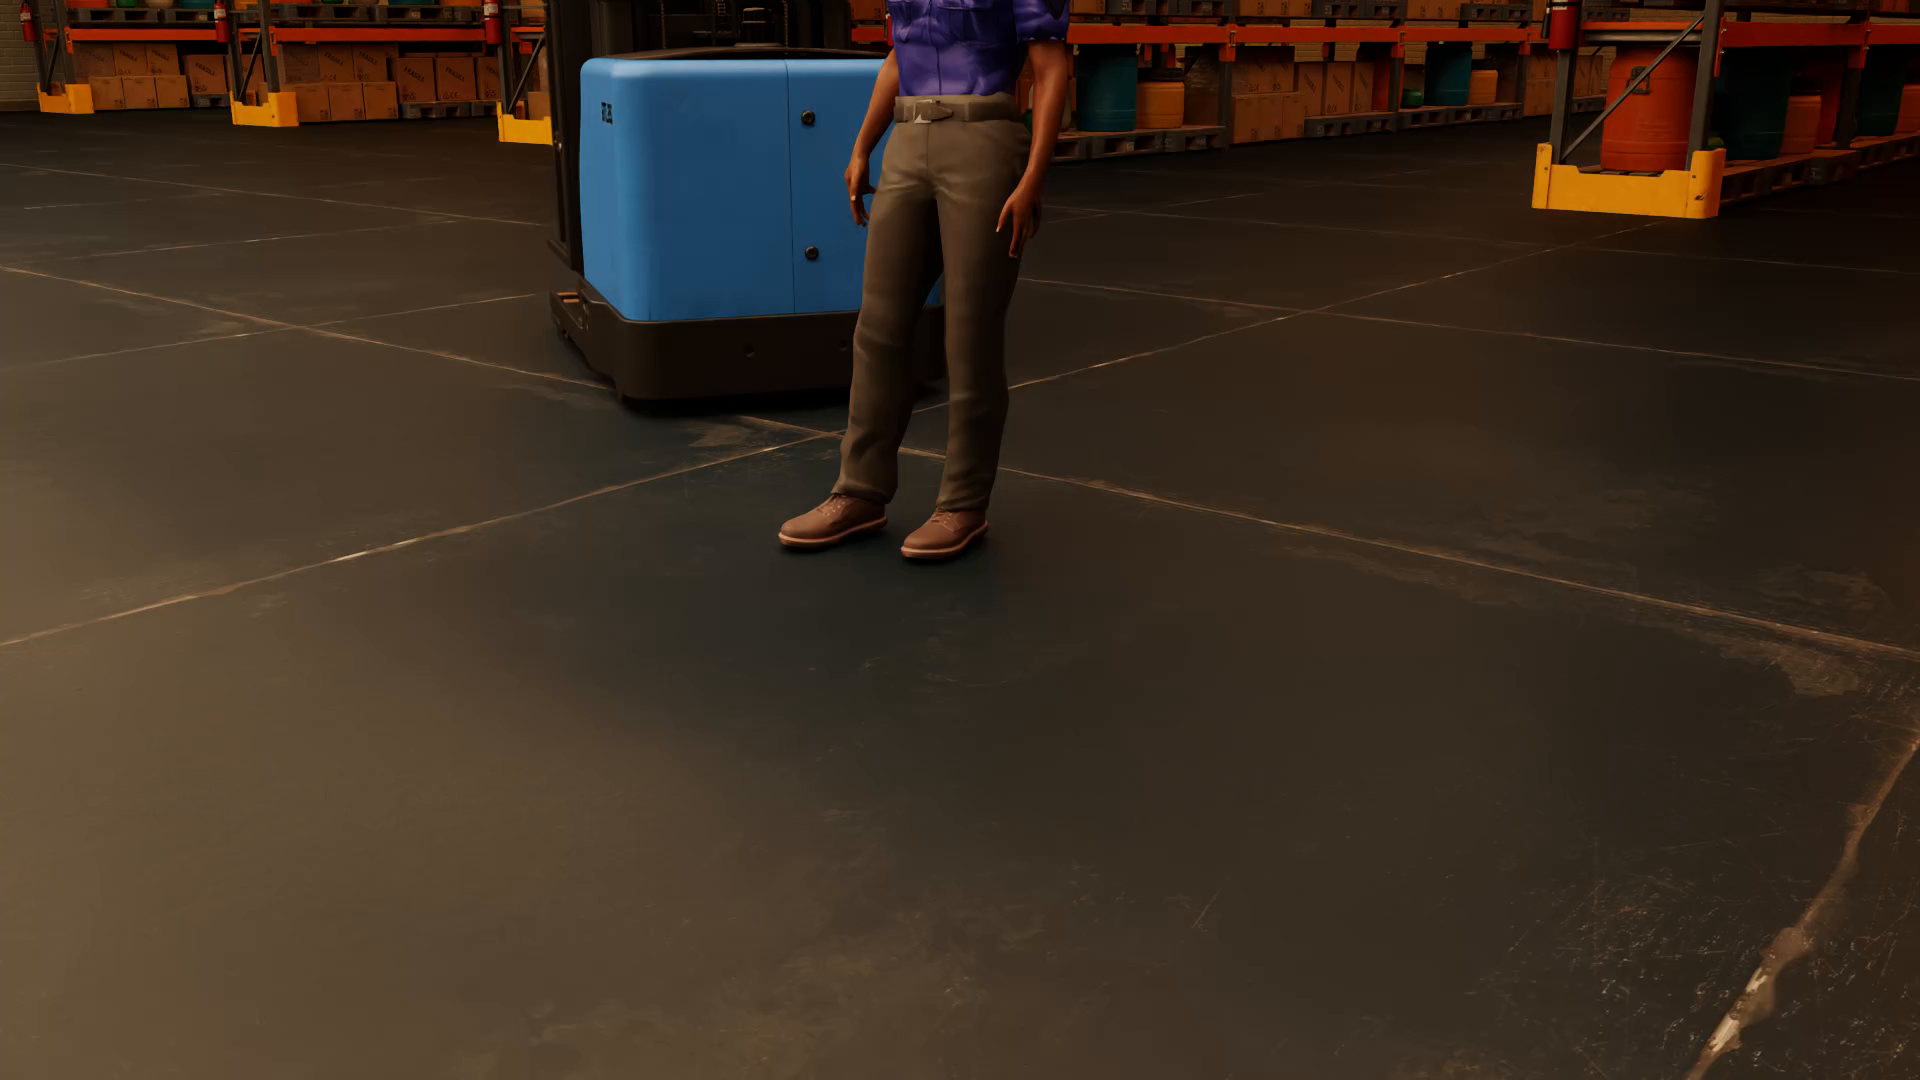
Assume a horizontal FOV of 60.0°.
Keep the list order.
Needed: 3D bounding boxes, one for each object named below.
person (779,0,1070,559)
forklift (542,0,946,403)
[{"bbox_3d":[-0.071,-0.783,3.647,0.569,1.656,0.503,13,21,37],"label":"person"},{"bbox_3d":[-1.017,-2.220,6.207,1.130,2.935,3.031,-6,18,-19],"label":"forklift"}]
